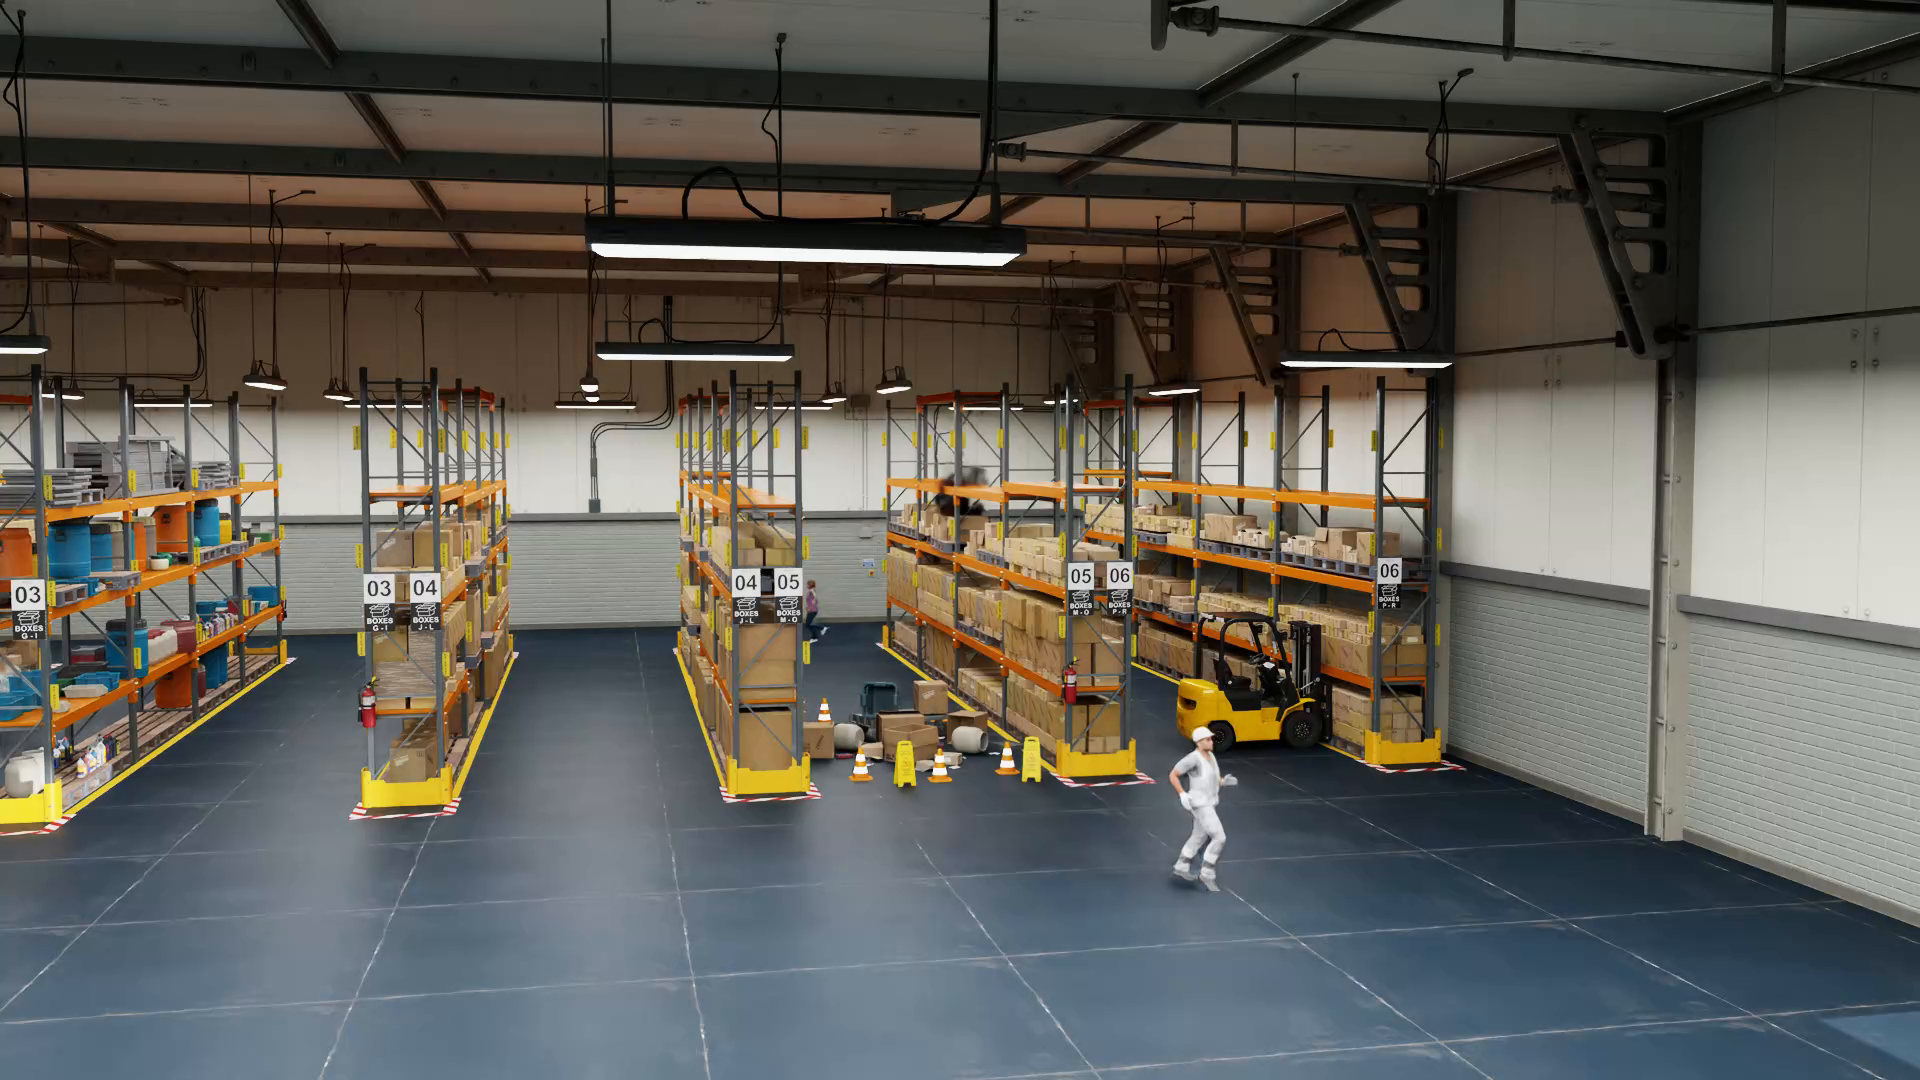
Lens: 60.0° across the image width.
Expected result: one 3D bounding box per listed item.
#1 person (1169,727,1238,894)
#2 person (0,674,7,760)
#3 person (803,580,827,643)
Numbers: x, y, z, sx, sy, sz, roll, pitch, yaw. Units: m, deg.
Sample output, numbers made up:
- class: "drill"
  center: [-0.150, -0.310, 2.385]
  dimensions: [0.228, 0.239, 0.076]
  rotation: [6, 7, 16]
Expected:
- class: "person"
  center: [2.721, 3.004, 18.562]
  dimensions: [0.762, 1.839, 0.643]
  rotation: [2, 4, 30]
- class: "person"
  center: [-14.939, 2.643, 25.549]
  dimensions: [0.543, 1.741, 0.713]
  rotation: [-1, 4, -22]
- class: "person"
  center: [-3.612, 1.783, 41.319]
  dimensions: [0.609, 1.562, 0.555]
  rotation: [0, 3, -4]
